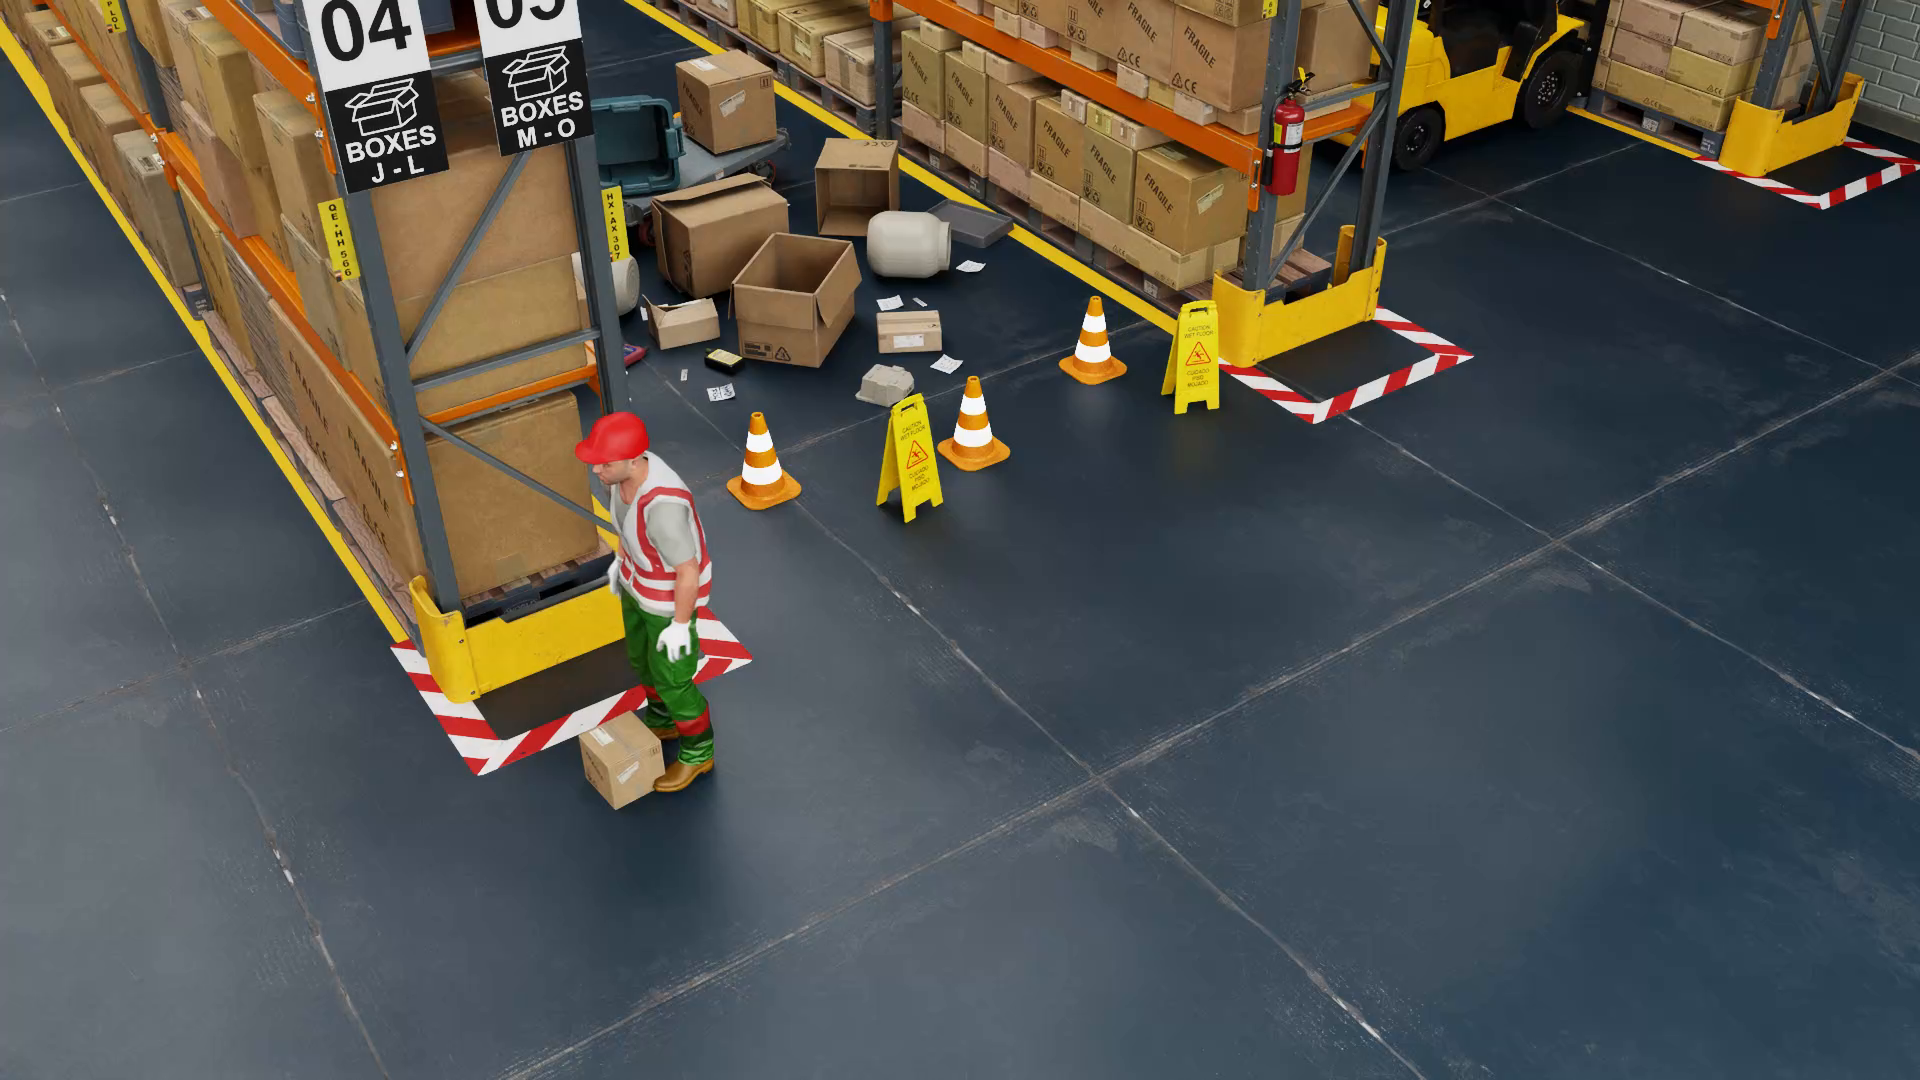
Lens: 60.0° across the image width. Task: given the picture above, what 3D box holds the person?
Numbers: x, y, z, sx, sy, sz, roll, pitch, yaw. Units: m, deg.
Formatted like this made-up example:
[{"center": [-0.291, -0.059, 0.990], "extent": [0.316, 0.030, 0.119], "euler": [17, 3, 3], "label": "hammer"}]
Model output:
[{"center": [-1.236, 0.229, 6.675], "extent": [0.451, 1.779, 0.608], "euler": [-22, 42, -27], "label": "person"}]
